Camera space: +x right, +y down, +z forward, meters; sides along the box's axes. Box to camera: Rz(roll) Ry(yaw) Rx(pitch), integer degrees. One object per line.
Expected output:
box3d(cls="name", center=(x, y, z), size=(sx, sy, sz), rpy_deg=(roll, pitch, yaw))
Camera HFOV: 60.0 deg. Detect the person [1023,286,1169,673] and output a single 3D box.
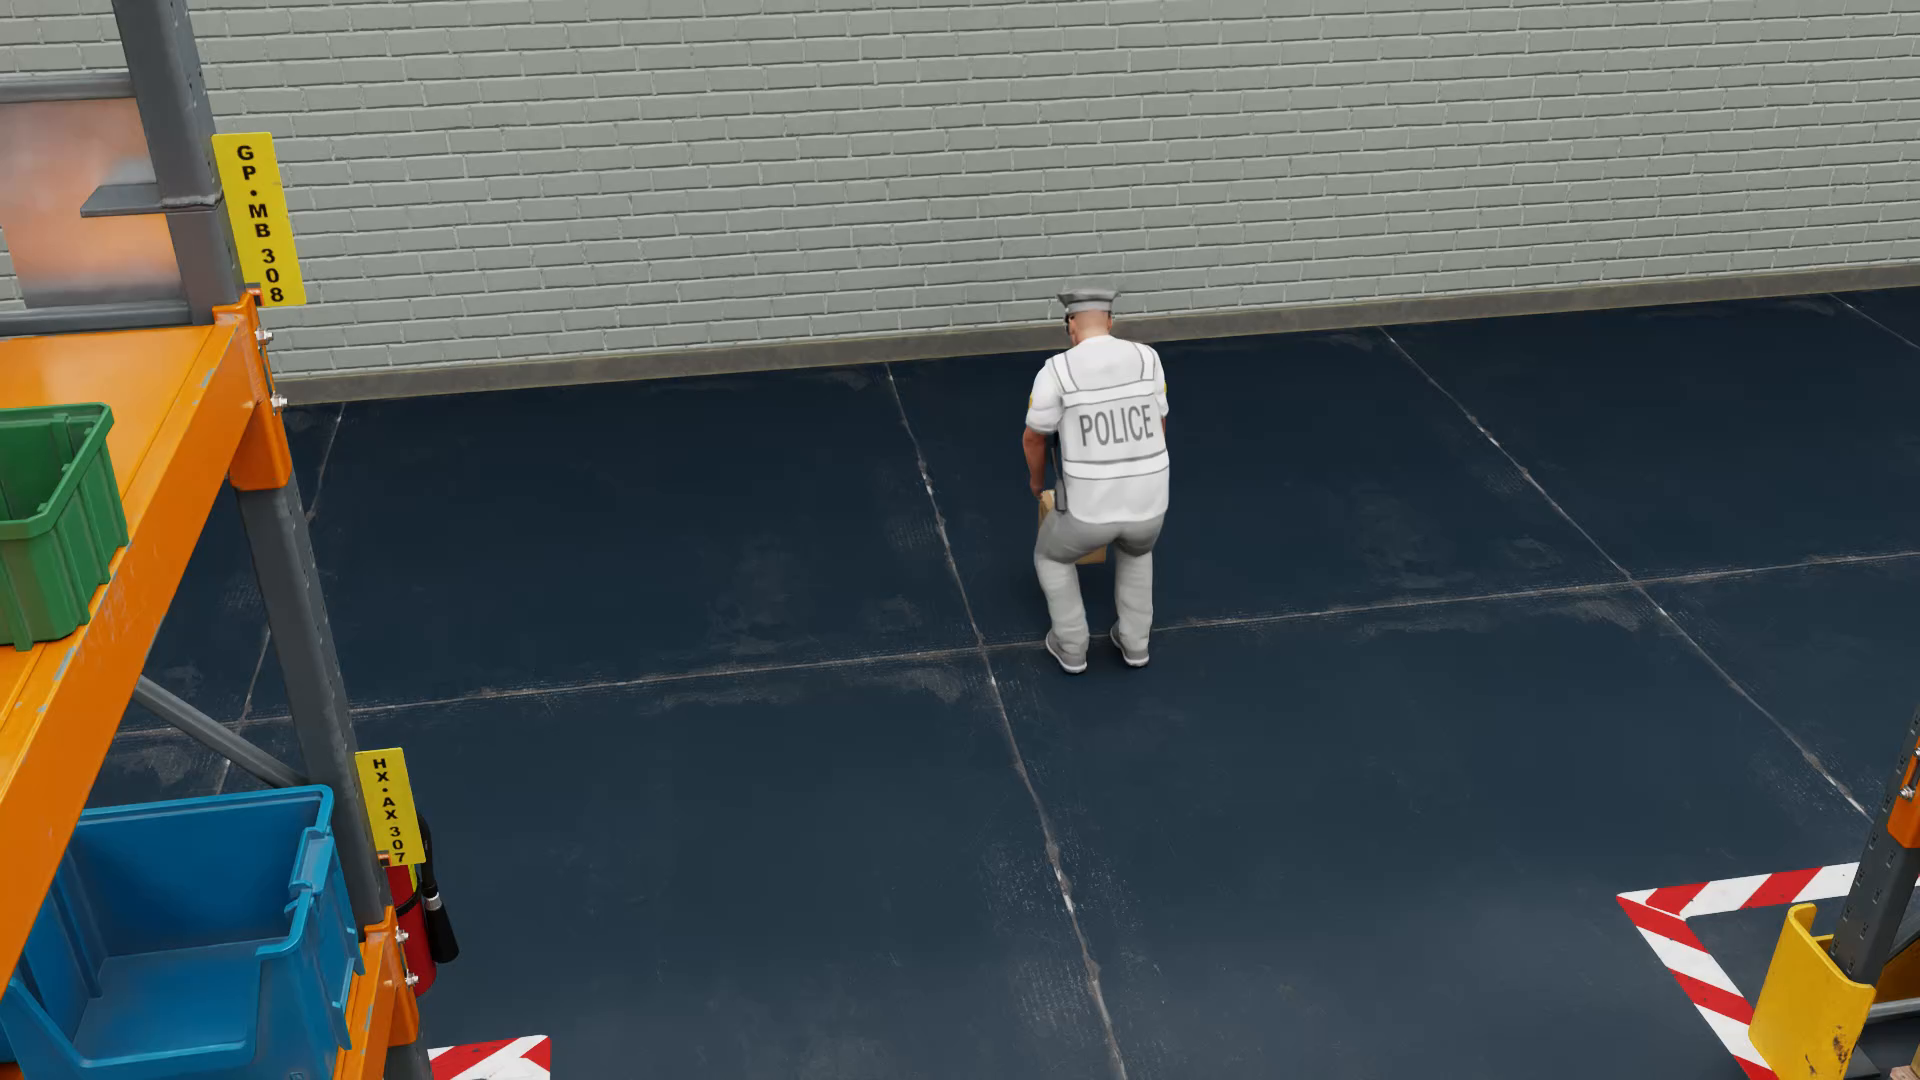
box3d(cls="person", center=(0.543, -0.215, 6.680), size=(0.584, 1.572, 0.682), rpy_deg=(-5, 31, -8))
